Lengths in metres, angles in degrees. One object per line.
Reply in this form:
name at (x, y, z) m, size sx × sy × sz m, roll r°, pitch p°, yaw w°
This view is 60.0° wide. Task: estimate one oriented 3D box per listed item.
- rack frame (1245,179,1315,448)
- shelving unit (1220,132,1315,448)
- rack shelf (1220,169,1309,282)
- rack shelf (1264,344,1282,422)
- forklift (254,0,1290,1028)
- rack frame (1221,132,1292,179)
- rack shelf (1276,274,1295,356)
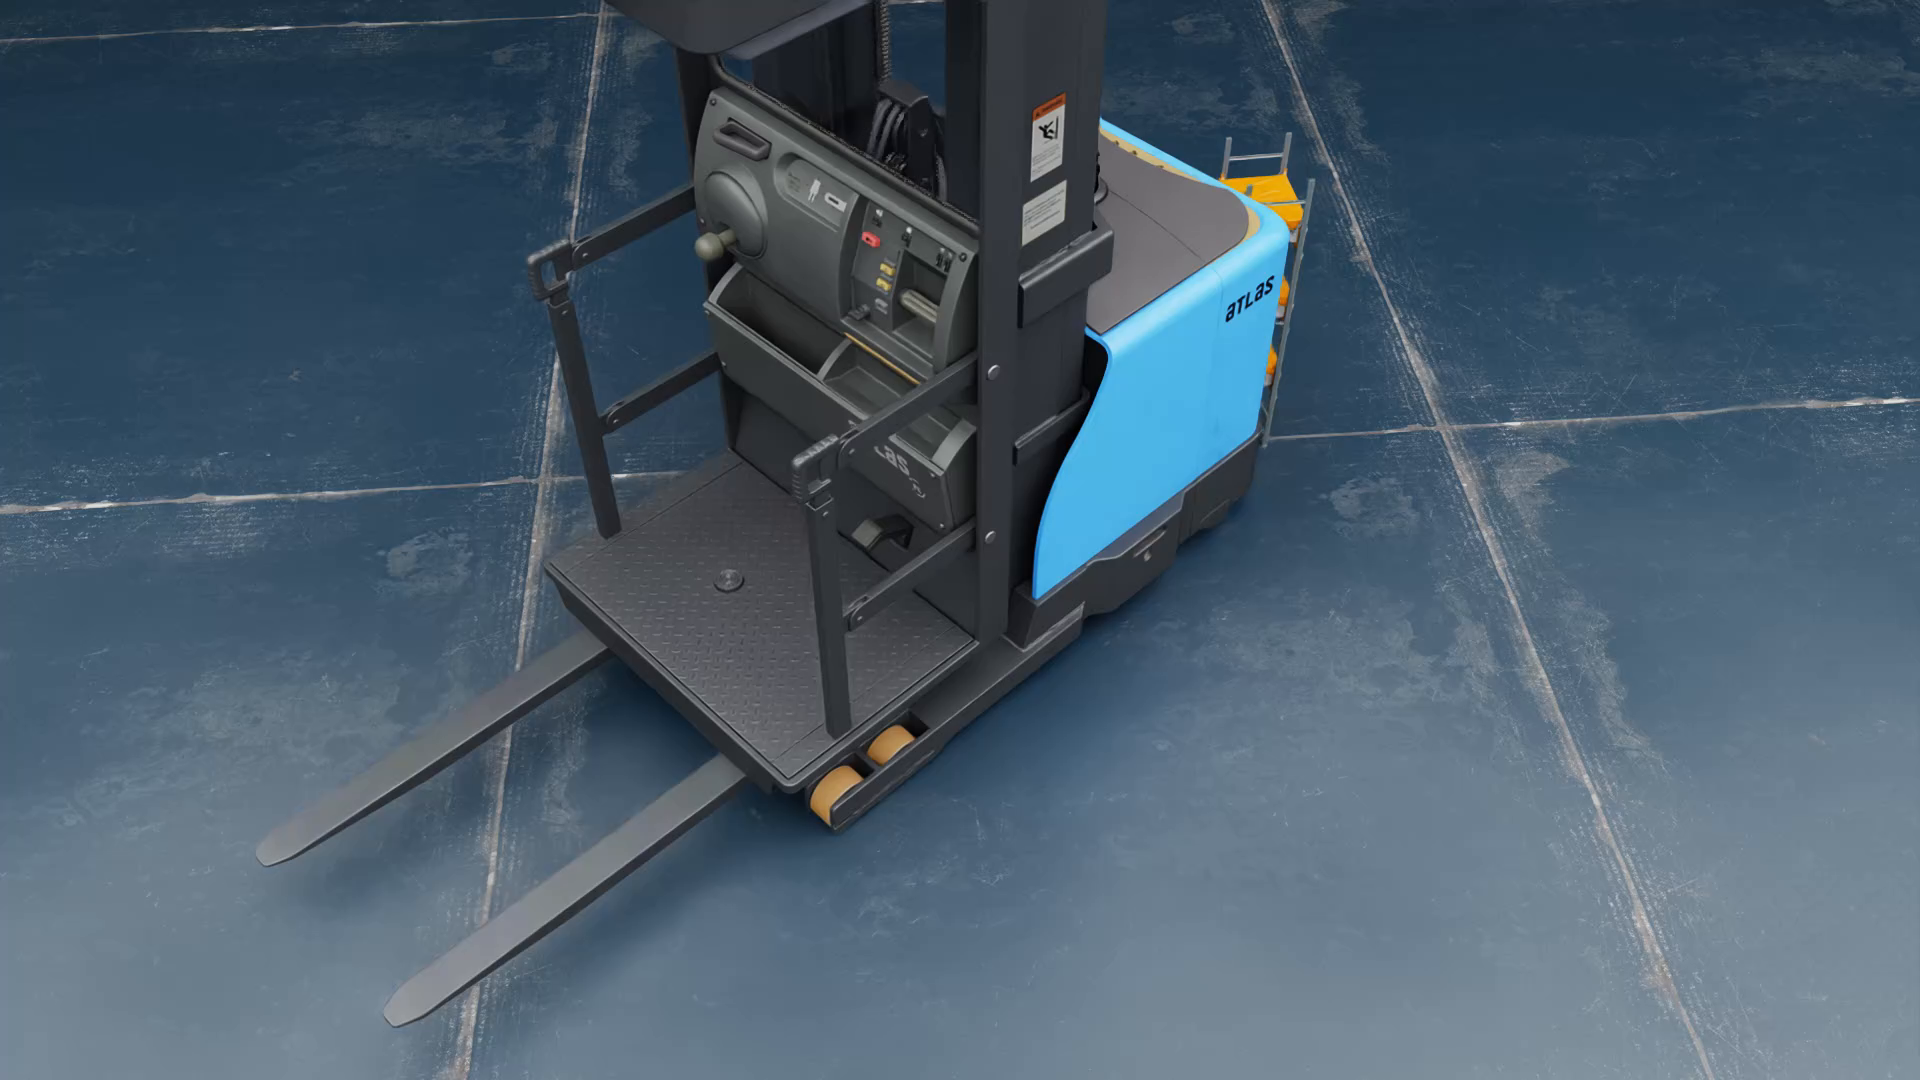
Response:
rack frame at (0.922, -0.664, 5.154) m, size 0.200 × 1.050 × 0.008 m, roll -6°, pitch 47°, yaw -5°
shelving unit at (0.906, -0.751, 5.237) m, size 0.215 × 1.050 × 0.252 m, roll -6°, pitch 47°, yaw -5°
rack shelf at (0.906, -0.940, 5.040) m, size 0.215 × 0.259 × 0.240 m, roll -6°, pitch 47°, yaw -5°
rack shelf at (0.906, -0.552, 5.446) m, size 0.215 × 0.259 × 0.240 m, roll -6°, pitch 47°, yaw -5°
forklift at (-0.469, -0.661, 3.857) m, size 3.031 × 2.935 × 1.130 m, roll -35°, pitch 56°, yaw -29°
rack frame at (0.889, -0.839, 5.321) m, size 0.200 × 1.050 × 0.008 m, roll -6°, pitch 47°, yaw -5°
rack shelf at (0.906, -0.744, 5.245) m, size 0.215 × 0.259 × 0.240 m, roll -6°, pitch 47°, yaw -5°
